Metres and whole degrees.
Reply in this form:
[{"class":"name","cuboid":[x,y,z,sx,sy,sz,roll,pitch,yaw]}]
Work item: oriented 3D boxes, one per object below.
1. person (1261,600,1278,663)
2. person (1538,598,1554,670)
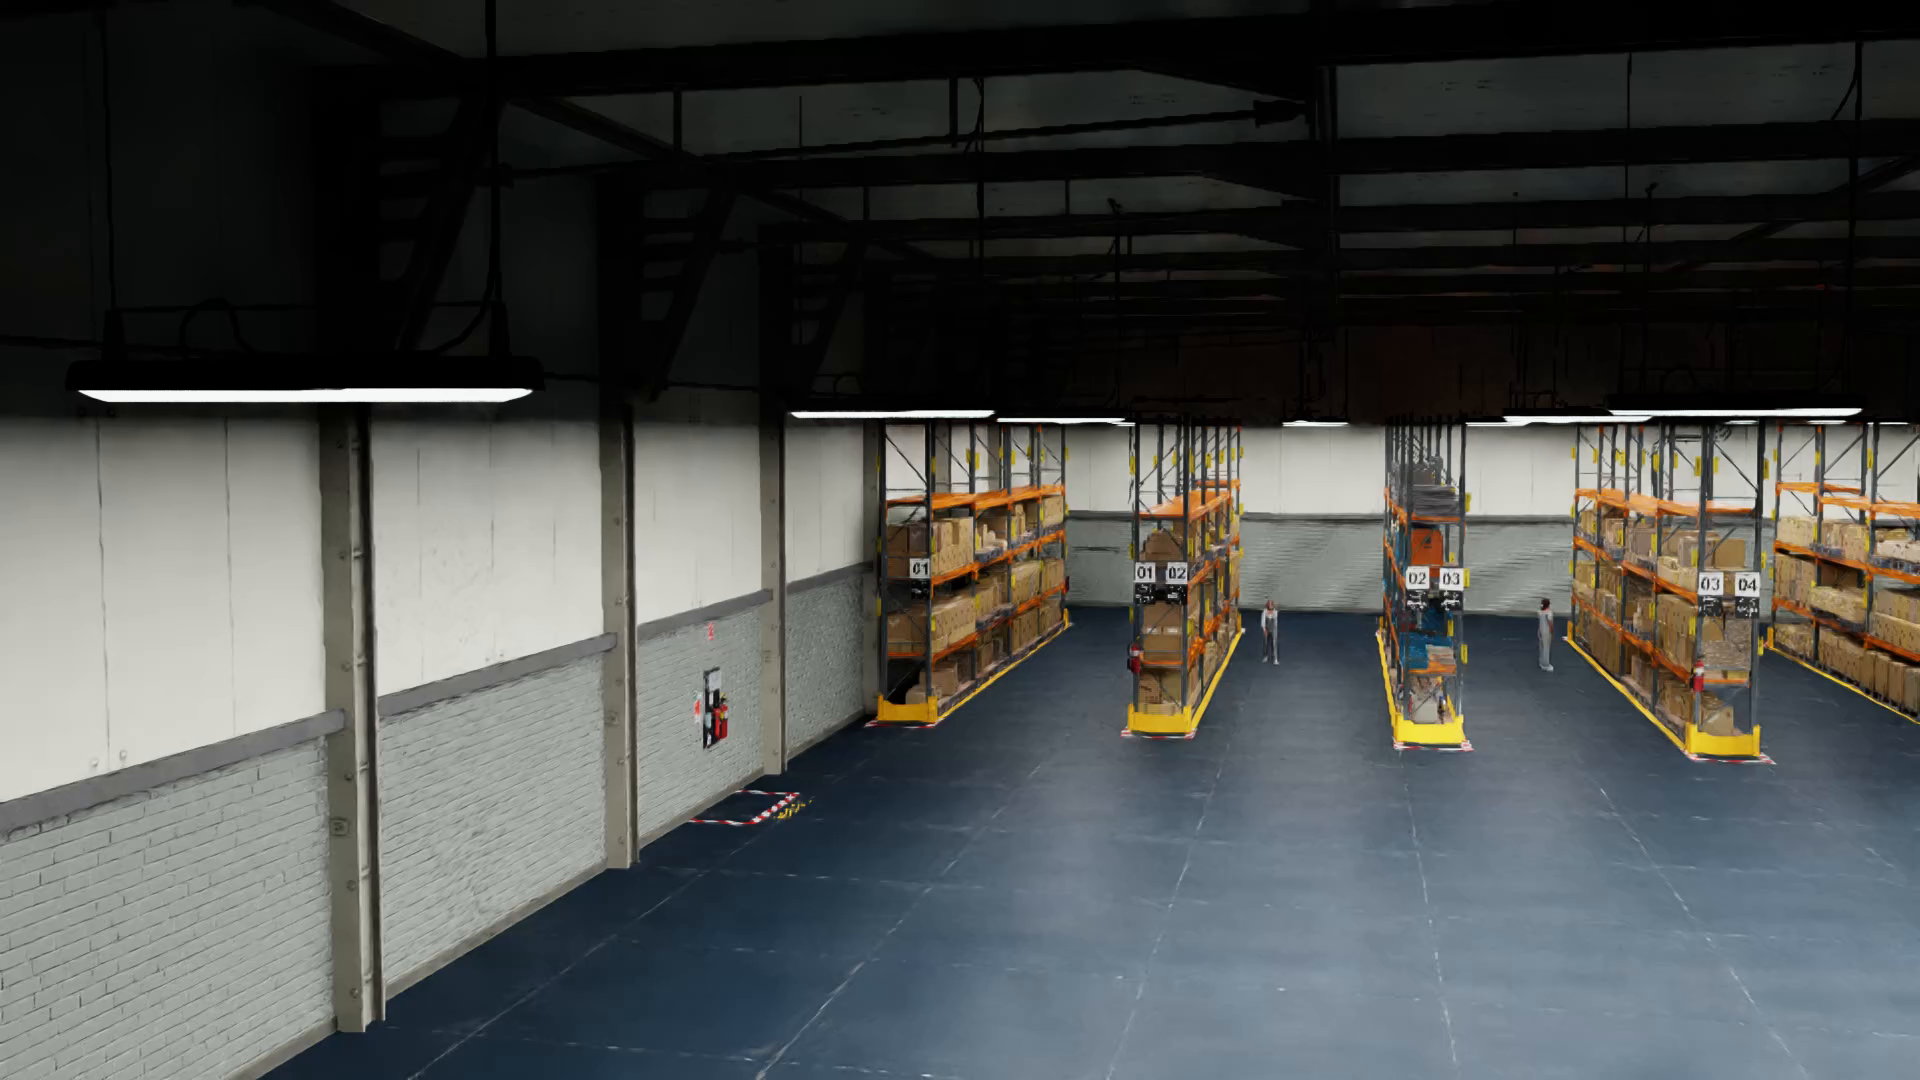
[{"class":"person","cuboid":[7.523,2.208,40.433,0.411,1.533,0.957,0,4,5]},{"class":"person","cuboid":[13.880,2.222,39.313,0.441,1.660,0.491,-1,4,-17]}]
